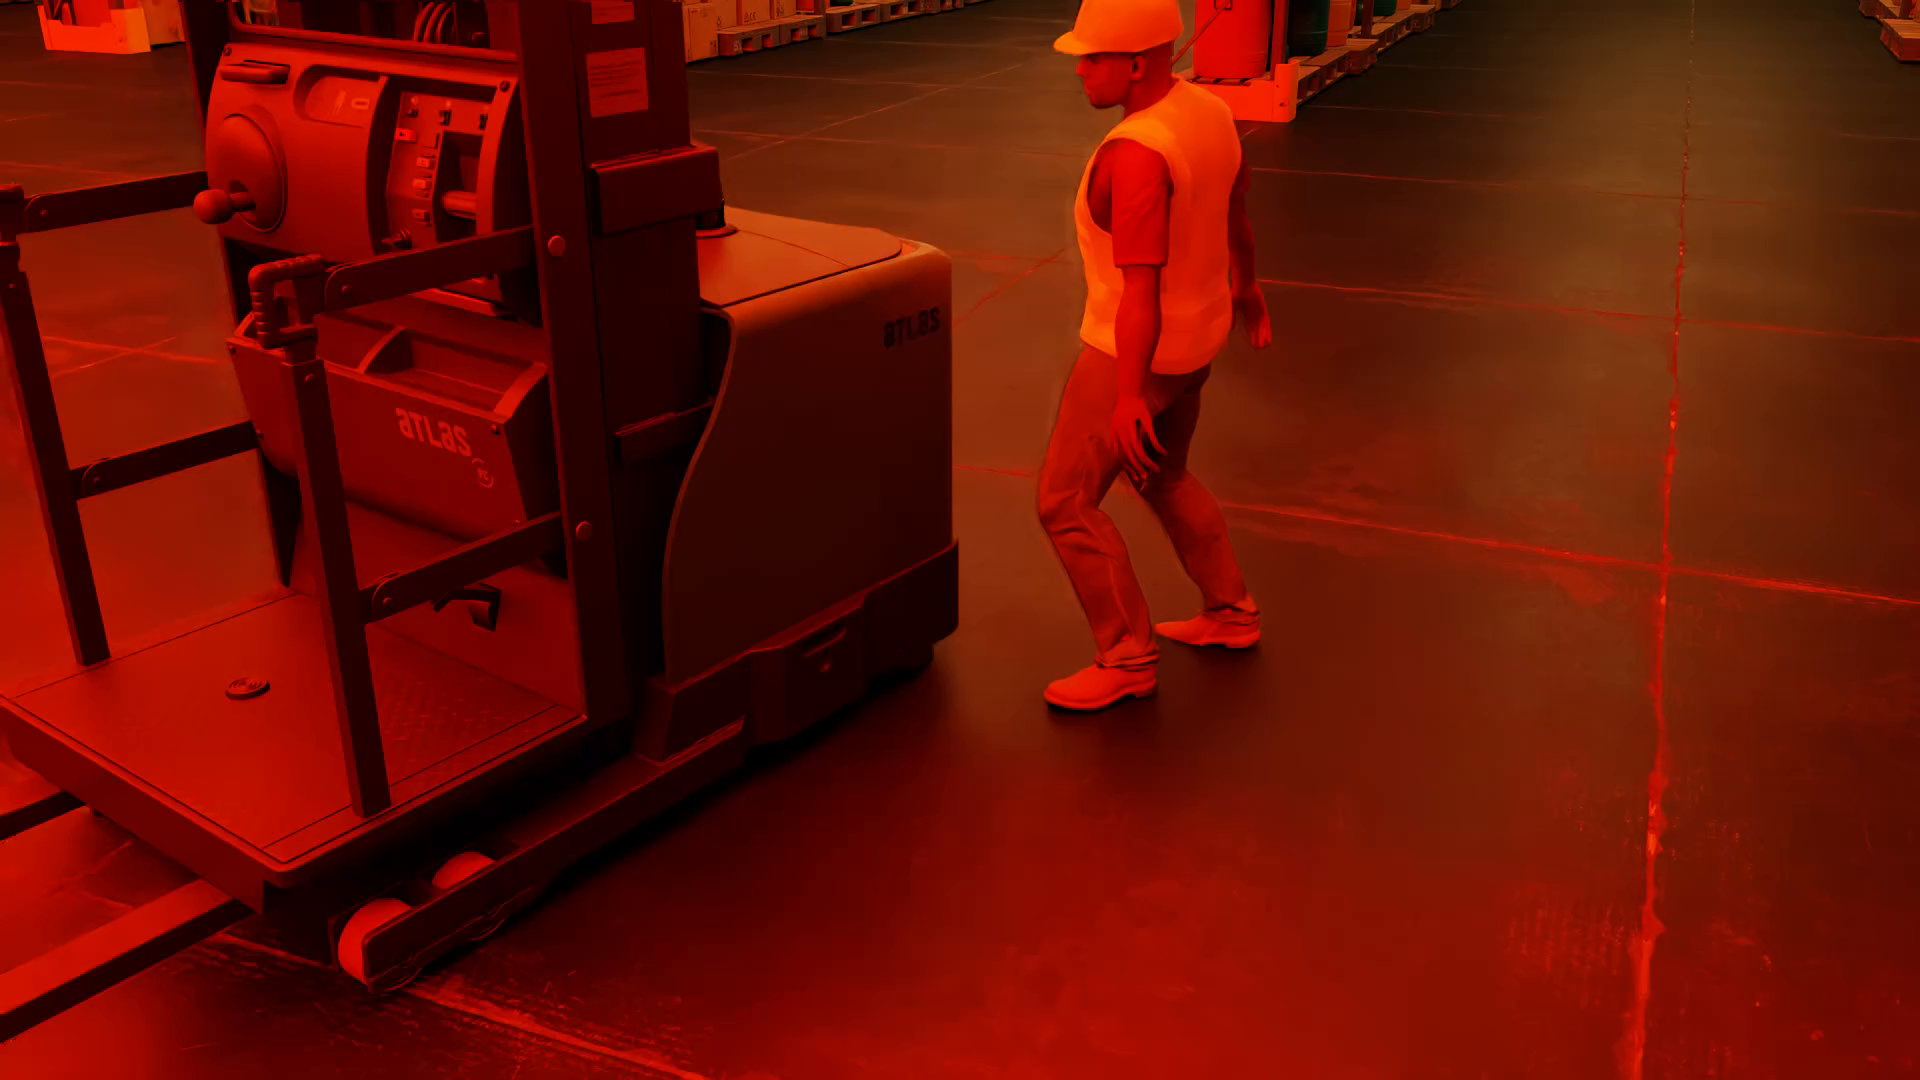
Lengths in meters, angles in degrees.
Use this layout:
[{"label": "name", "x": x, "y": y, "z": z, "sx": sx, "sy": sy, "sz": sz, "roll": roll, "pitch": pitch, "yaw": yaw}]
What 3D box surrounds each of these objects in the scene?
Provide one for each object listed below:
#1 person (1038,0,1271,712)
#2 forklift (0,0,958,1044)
[{"label": "person", "x": 0.515, "y": -0.482, "z": 4.091, "sx": 0.488, "sy": 1.736, "sz": 0.905, "roll": 13, "pitch": 26, "yaw": 28}, {"label": "forklift", "x": -1.293, "y": -0.730, "z": 3.038, "sx": 1.130, "sy": 2.935, "sz": 3.031, "roll": 16, "pitch": 28, "yaw": 34}]
